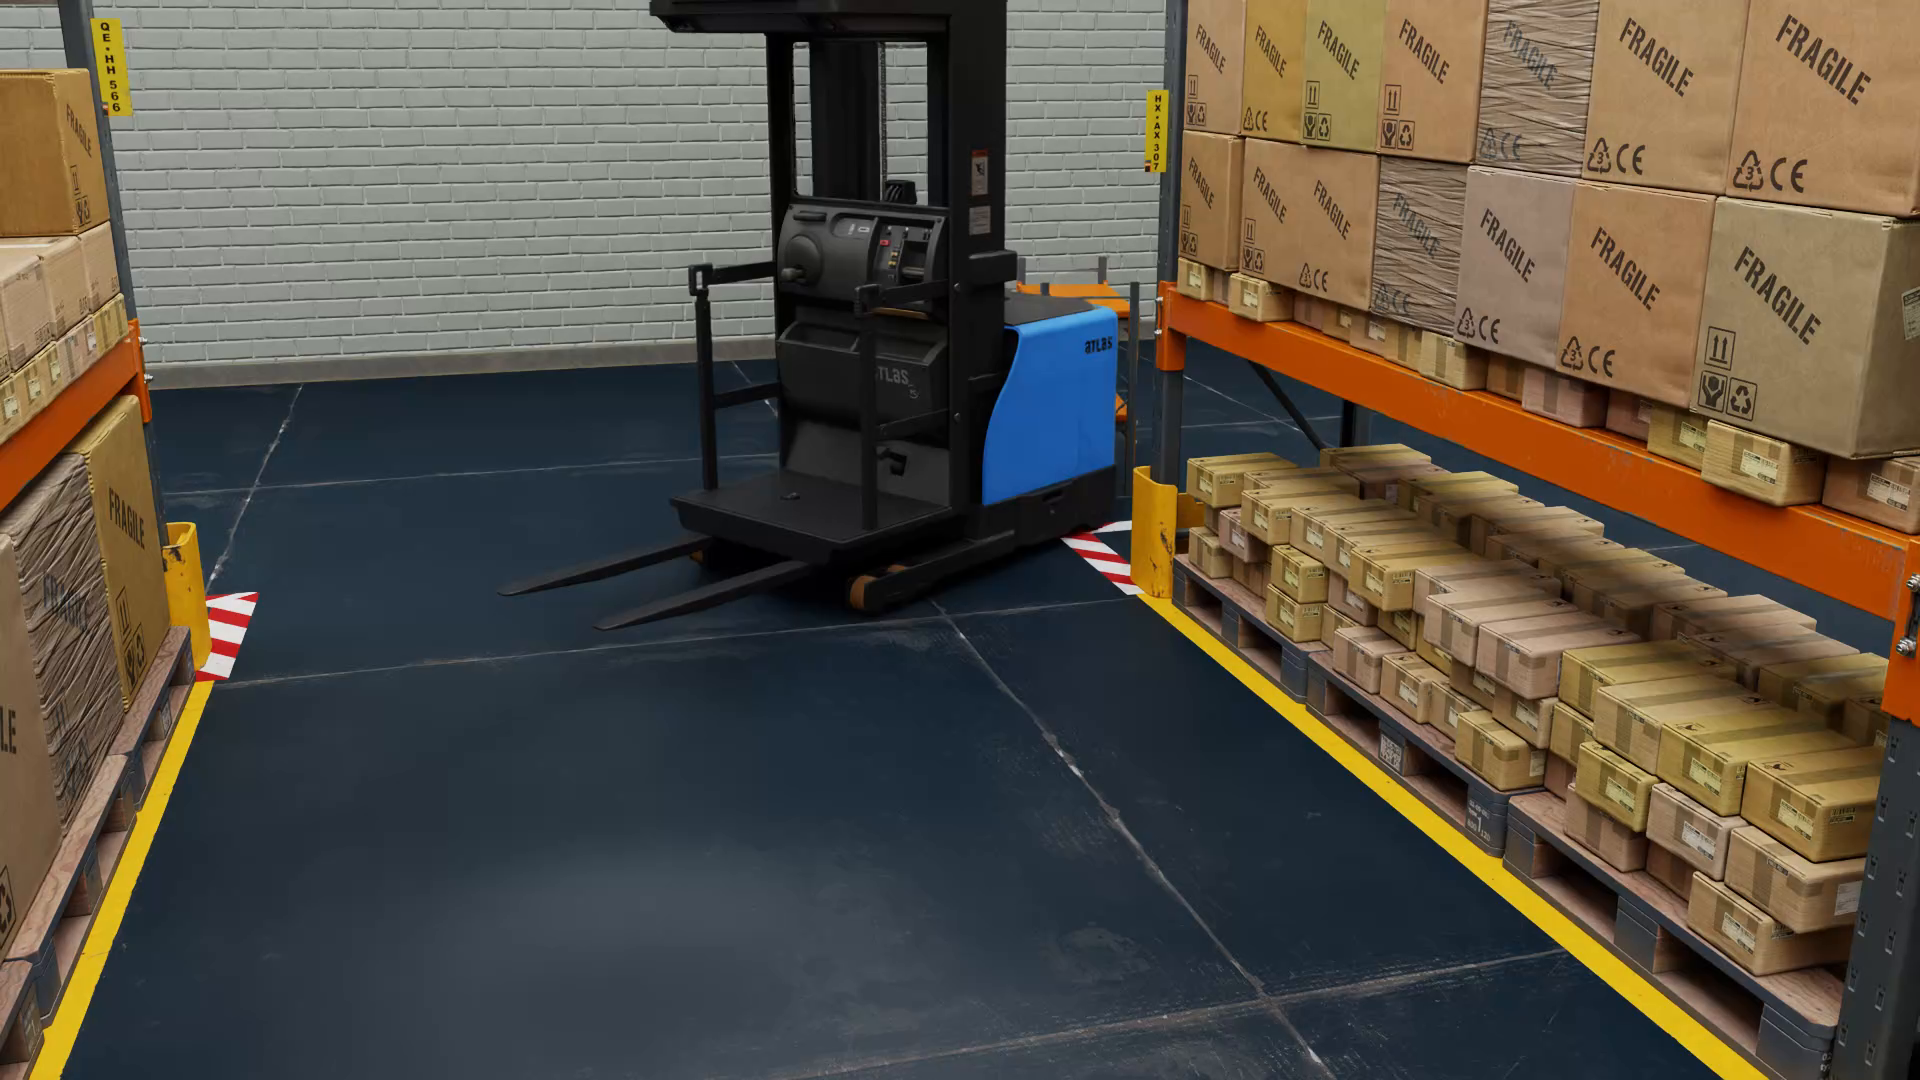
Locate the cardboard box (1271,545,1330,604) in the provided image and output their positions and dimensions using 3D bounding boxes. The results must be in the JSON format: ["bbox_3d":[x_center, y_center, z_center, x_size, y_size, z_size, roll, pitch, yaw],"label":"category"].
[{"bbox_3d":[1.363,0.112,6.073,0.380,0.149,0.250,-4,17,-14],"label":"cardboard box"}]

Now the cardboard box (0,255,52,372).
[{"bbox_3d":[-2.803,-0.607,4.504,0.500,0.250,0.500,-5,18,-17],"label":"cardboard box"}]

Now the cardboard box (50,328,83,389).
[{"bbox_3d":[-2.847,-0.528,4.931,0.380,0.149,0.250,-4,17,-14],"label":"cardboard box"}]

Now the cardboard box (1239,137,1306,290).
[{"bbox_3d":[1.356,-1.194,6.020,0.500,0.500,0.500,-5,17,-15],"label":"cardboard box"}]

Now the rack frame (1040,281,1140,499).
[{"bbox_3d":[0.653,-0.756,8.513,0.500,1.125,0.032,-1,17,-4],"label":"rack frame"}]

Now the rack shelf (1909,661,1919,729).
[{"bbox_3d":[2.976,0.709,1.628,1.077,0.370,4.000,-5,17,-15],"label":"rack shelf"}]

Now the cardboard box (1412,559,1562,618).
[{"bbox_3d":[1.686,0.180,5.329,0.380,0.149,0.250,-5,17,-15],"label":"cardboard box"}]

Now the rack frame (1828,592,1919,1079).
[{"bbox_3d":[2.423,-0.189,3.366,0.949,2.616,0.053,-5,17,-15],"label":"rack frame"}]

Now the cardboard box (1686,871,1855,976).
[{"bbox_3d":[1.991,0.894,3.988,0.380,0.149,0.250,-4,17,-15],"label":"cardboard box"}]

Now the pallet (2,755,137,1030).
[{"bbox_3d":[-2.843,0.956,4.402,1.003,0.211,1.213,-5,17,-15],"label":"pallet"}]

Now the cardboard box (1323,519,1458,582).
[{"bbox_3d":[1.496,0.042,5.790,0.380,0.149,0.250,-4,17,-13],"label":"cardboard box"}]

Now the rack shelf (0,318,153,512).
[{"bbox_3d":[-2.920,-0.033,4.099,1.077,0.370,4.000,-5,17,-15],"label":"rack shelf"}]

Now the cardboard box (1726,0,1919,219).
[{"bbox_3d":[2.037,-0.967,3.527,0.500,0.500,0.500,-5,18,-17],"label":"cardboard box"}]

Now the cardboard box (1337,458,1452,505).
[{"bbox_3d":[1.730,-0.215,6.647,0.380,0.149,0.250,-4,17,-14],"label":"cardboard box"}]

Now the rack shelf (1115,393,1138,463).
[{"bbox_3d":[0.613,-0.667,9.068,0.538,0.278,1.000,-1,17,-4],"label":"rack shelf"}]

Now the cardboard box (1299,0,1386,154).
[{"bbox_3d":[1.461,-1.535,5.418,0.500,0.500,0.500,-5,17,-16],"label":"cardboard box"}]

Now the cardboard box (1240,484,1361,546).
[{"bbox_3d":[1.282,-0.098,6.254,0.380,0.149,0.250,-5,17,-15],"label":"cardboard box"}]

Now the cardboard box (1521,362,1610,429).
[{"bbox_3d":[1.780,-0.416,4.561,0.380,0.149,0.250,-5,18,-18],"label":"cardboard box"}]

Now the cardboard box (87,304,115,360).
[{"bbox_3d":[-2.982,-0.666,5.393,0.380,0.149,0.250,-5,17,-15],"label":"cardboard box"}]

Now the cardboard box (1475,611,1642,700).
[{"bbox_3d":[1.735,0.331,4.827,0.380,0.149,0.250,-6,18,-18],"label":"cardboard box"}]

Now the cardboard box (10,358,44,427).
[{"bbox_3d":[-2.702,-0.384,4.454,0.380,0.149,0.250,-5,17,-15],"label":"cardboard box"}]

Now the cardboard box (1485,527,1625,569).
[{"bbox_3d":[2.026,0.074,5.682,0.380,0.149,0.250,-5,18,-17],"label":"cardboard box"}]

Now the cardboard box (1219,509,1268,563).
[{"bbox_3d":[1.245,-0.028,6.540,0.380,0.149,0.250,-5,17,-16],"label":"cardboard box"}]

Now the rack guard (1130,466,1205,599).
[{"bbox_3d":[1.348,-0.077,7.340,1.175,0.500,0.348,-5,17,-15],"label":"rack guard"}]

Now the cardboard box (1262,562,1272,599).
[{"bbox_3d":[1.388,0.173,6.387,0.380,0.149,0.250,-5,17,-15],"label":"cardboard box"}]

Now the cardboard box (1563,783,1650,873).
[{"bbox_3d":[1.865,0.747,4.475,0.380,0.149,0.250,-5,18,-17],"label":"cardboard box"}]

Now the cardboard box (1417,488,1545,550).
[{"bbox_3d":[1.933,-0.077,6.187,0.380,0.149,0.250,-5,18,-17],"label":"cardboard box"}]

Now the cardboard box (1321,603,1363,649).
[{"bbox_3d":[1.515,0.316,5.913,0.380,0.149,0.250,-5,17,-15],"label":"cardboard box"}]

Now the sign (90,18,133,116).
[{"bbox_3d":[-2.944,-1.638,5.767,0.100,0.325,0.005,-5,17,-15],"label":"sign"}]

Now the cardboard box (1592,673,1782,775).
[{"bbox_3d":[1.894,0.477,4.342,0.380,0.149,0.250,-5,17,-16],"label":"cardboard box"}]

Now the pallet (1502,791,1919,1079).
[{"bbox_3d":[2.207,0.964,4.377,1.003,0.211,1.213,-5,17,-15],"label":"pallet"}]

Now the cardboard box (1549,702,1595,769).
[{"bbox_3d":[1.882,0.547,4.625,0.380,0.149,0.250,-5,17,-15],"label":"cardboard box"}]

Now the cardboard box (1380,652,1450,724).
[{"bbox_3d":[1.601,0.466,5.412,0.380,0.149,0.250,-5,17,-15],"label":"cardboard box"}]

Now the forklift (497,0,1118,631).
[{"bbox_3d":[-0.573,-1.254,7.034,1.130,2.935,3.031,14,22,39],"label":"forklift"}]

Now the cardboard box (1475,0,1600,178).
[{"bbox_3d":[1.763,-1.252,4.477,0.500,0.500,0.500,-4,17,-14],"label":"cardboard box"}]

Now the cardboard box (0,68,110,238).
[{"bbox_3d":[-3.083,-1.247,5.329,0.500,0.500,0.500,-4,17,-15],"label":"cardboard box"}]

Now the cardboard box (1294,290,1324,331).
[{"bbox_3d":[1.436,-0.853,6.013,0.380,0.149,0.250,-4,17,-13],"label":"cardboard box"}]

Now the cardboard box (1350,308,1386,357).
[{"bbox_3d":[1.527,-0.705,5.523,0.380,0.149,0.250,-5,17,-16],"label":"cardboard box"}]

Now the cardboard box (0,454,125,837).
[{"bbox_3d":[-2.967,0.308,4.677,0.875,0.875,0.875,-5,17,-15],"label":"cardboard box"}]

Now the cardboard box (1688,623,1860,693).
[{"bbox_3d":[2.301,0.362,4.726,0.380,0.149,0.250,-5,17,-17],"label":"cardboard box"}]

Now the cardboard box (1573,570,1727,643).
[{"bbox_3d":[2.156,0.216,5.211,0.380,0.149,0.250,-5,18,-18],"label":"cardboard box"}]

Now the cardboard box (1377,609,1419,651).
[{"bbox_3d":[1.642,0.250,5.615,0.380,0.149,0.250,-4,17,-12],"label":"cardboard box"}]

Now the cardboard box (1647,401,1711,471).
[{"bbox_3d":[1.931,-0.270,4.074,0.380,0.149,0.250,-4,17,-13],"label":"cardboard box"}]

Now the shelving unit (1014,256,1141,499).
[{"bbox_3d":[0.613,-0.902,8.998,0.538,1.125,1.048,-1,17,-4],"label":"shelving unit"}]

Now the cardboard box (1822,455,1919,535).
[{"bbox_3d":[2.122,-0.129,3.604,0.380,0.149,0.250,-5,17,-16],"label":"cardboard box"}]

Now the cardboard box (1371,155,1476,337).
[{"bbox_3d":[1.625,-0.917,5.098,0.500,0.500,0.500,-5,17,-17],"label":"cardboard box"}]

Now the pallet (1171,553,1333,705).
[{"bbox_3d":[1.537,0.289,6.624,1.003,0.211,1.213,-5,17,-15],"label":"pallet"}]

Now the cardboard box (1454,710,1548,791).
[{"bbox_3d":[1.706,0.608,4.941,0.380,0.149,0.250,-5,17,-15],"label":"cardboard box"}]

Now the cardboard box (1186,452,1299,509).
[{"bbox_3d":[1.144,-0.244,6.742,0.380,0.149,0.250,-6,18,-18],"label":"cardboard box"}]

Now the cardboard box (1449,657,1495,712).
[{"bbox_3d":[1.739,0.403,5.106,0.380,0.149,0.250,-6,18,-18],"label":"cardboard box"}]

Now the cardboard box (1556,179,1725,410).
[{"bbox_3d":[1.880,-0.634,4.159,0.500,0.500,0.500,-5,17,-17],"label":"cardboard box"}]

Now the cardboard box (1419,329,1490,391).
[{"bbox_3d":[1.624,-0.556,5.025,0.380,0.149,0.250,-4,17,-14],"label":"cardboard box"}]

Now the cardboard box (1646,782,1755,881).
[{"bbox_3d":[1.948,0.697,4.126,0.380,0.149,0.250,-6,18,-18],"label":"cardboard box"}]

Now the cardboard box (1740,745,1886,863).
[{"bbox_3d":[2.078,0.613,3.890,0.380,0.149,0.250,-4,17,-14],"label":"cardboard box"}]

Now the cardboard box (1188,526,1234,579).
[{"bbox_3d":[1.163,0.039,6.833,0.380,0.149,0.250,-4,17,-14],"label":"cardboard box"}]

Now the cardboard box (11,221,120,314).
[{"bbox_3d":[-3.082,-0.889,5.440,0.500,0.250,0.500,-5,17,-16],"label":"cardboard box"}]

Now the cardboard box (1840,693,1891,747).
[{"bbox_3d":[2.512,0.498,4.272,0.380,0.149,0.250,-4,17,-13],"label":"cardboard box"}]

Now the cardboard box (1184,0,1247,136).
[{"bbox_3d":[1.195,-1.819,6.366,0.500,0.500,0.500,-5,17,-16],"label":"cardboard box"}]

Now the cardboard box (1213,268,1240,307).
[{"bbox_3d":[1.210,-0.992,6.478,0.380,0.149,0.250,-4,17,-13],"label":"cardboard box"}]
